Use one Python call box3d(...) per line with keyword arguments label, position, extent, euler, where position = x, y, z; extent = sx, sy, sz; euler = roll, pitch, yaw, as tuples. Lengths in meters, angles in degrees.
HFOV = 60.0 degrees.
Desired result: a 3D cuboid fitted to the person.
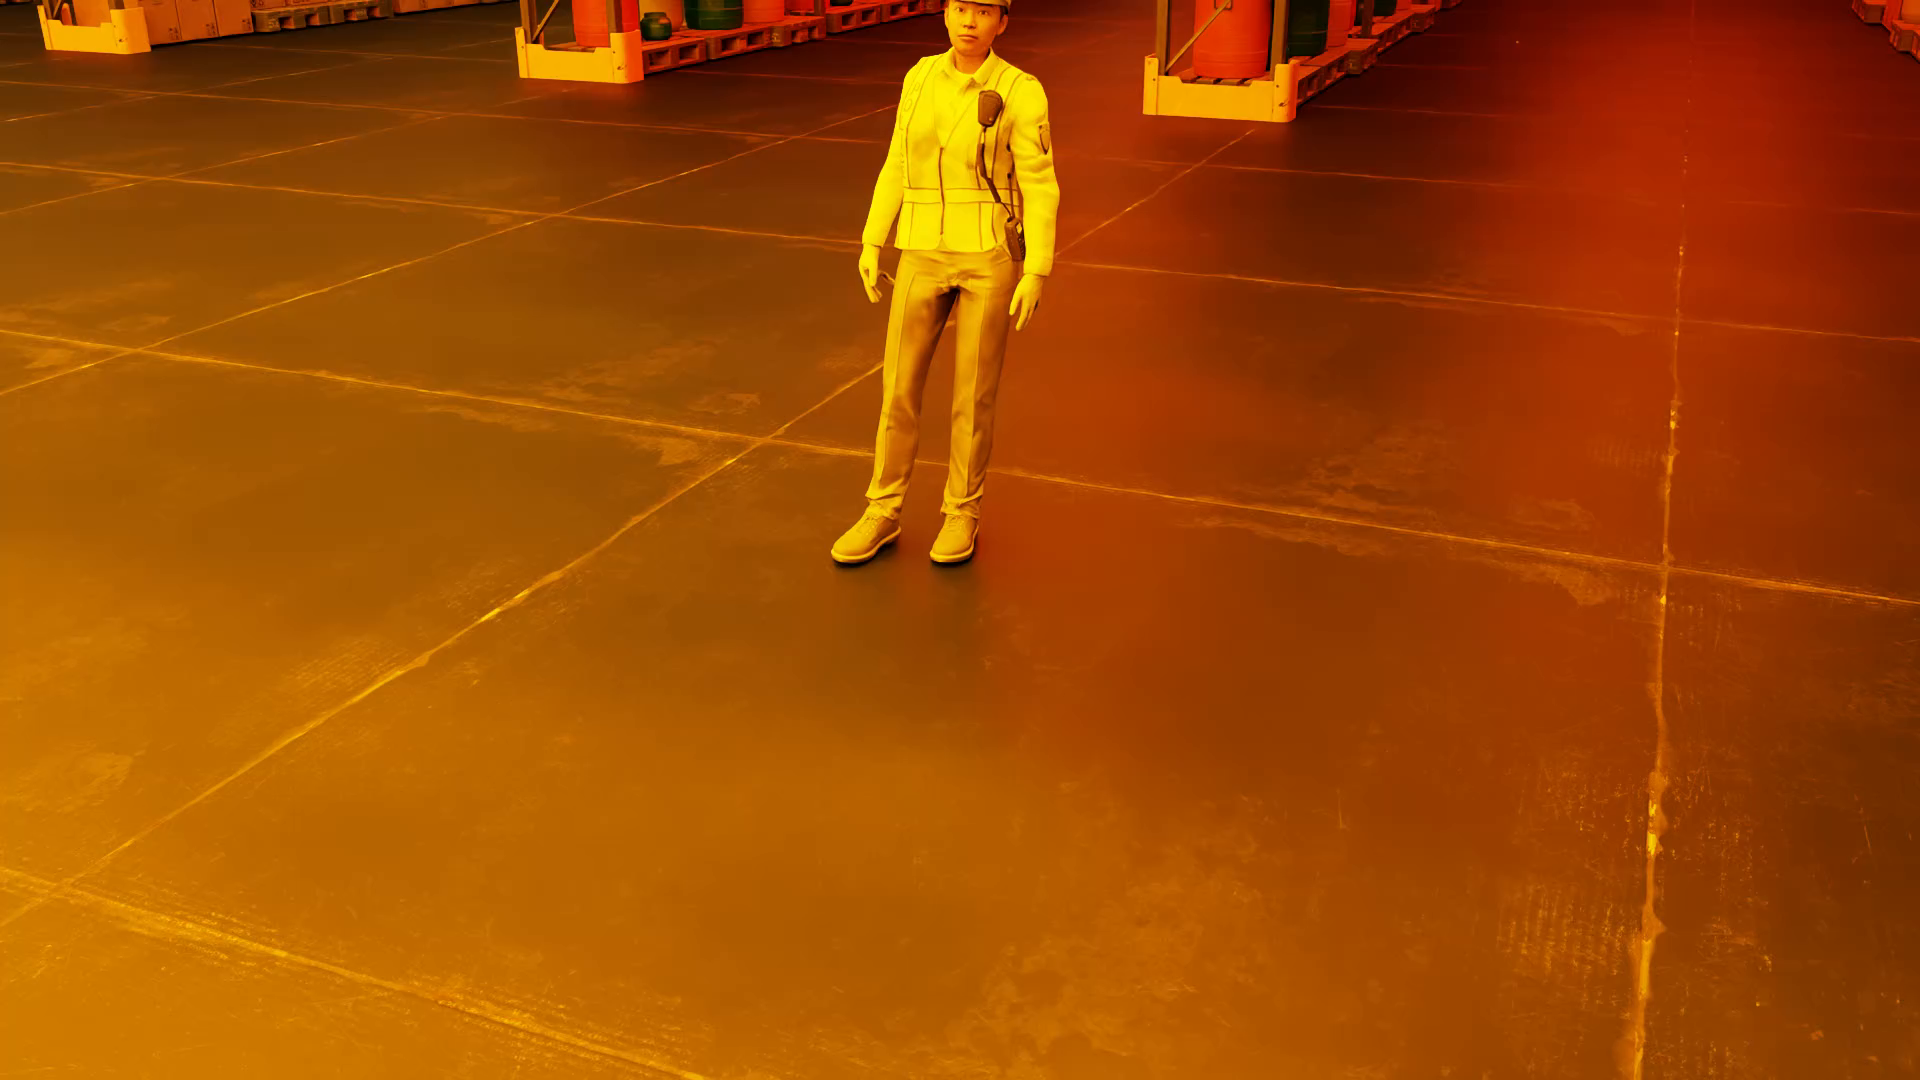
box3d(label="person", position=(-0.032, -0.765, 4.707), extent=(0.588, 1.695, 0.531), euler=(9, 24, 21))
